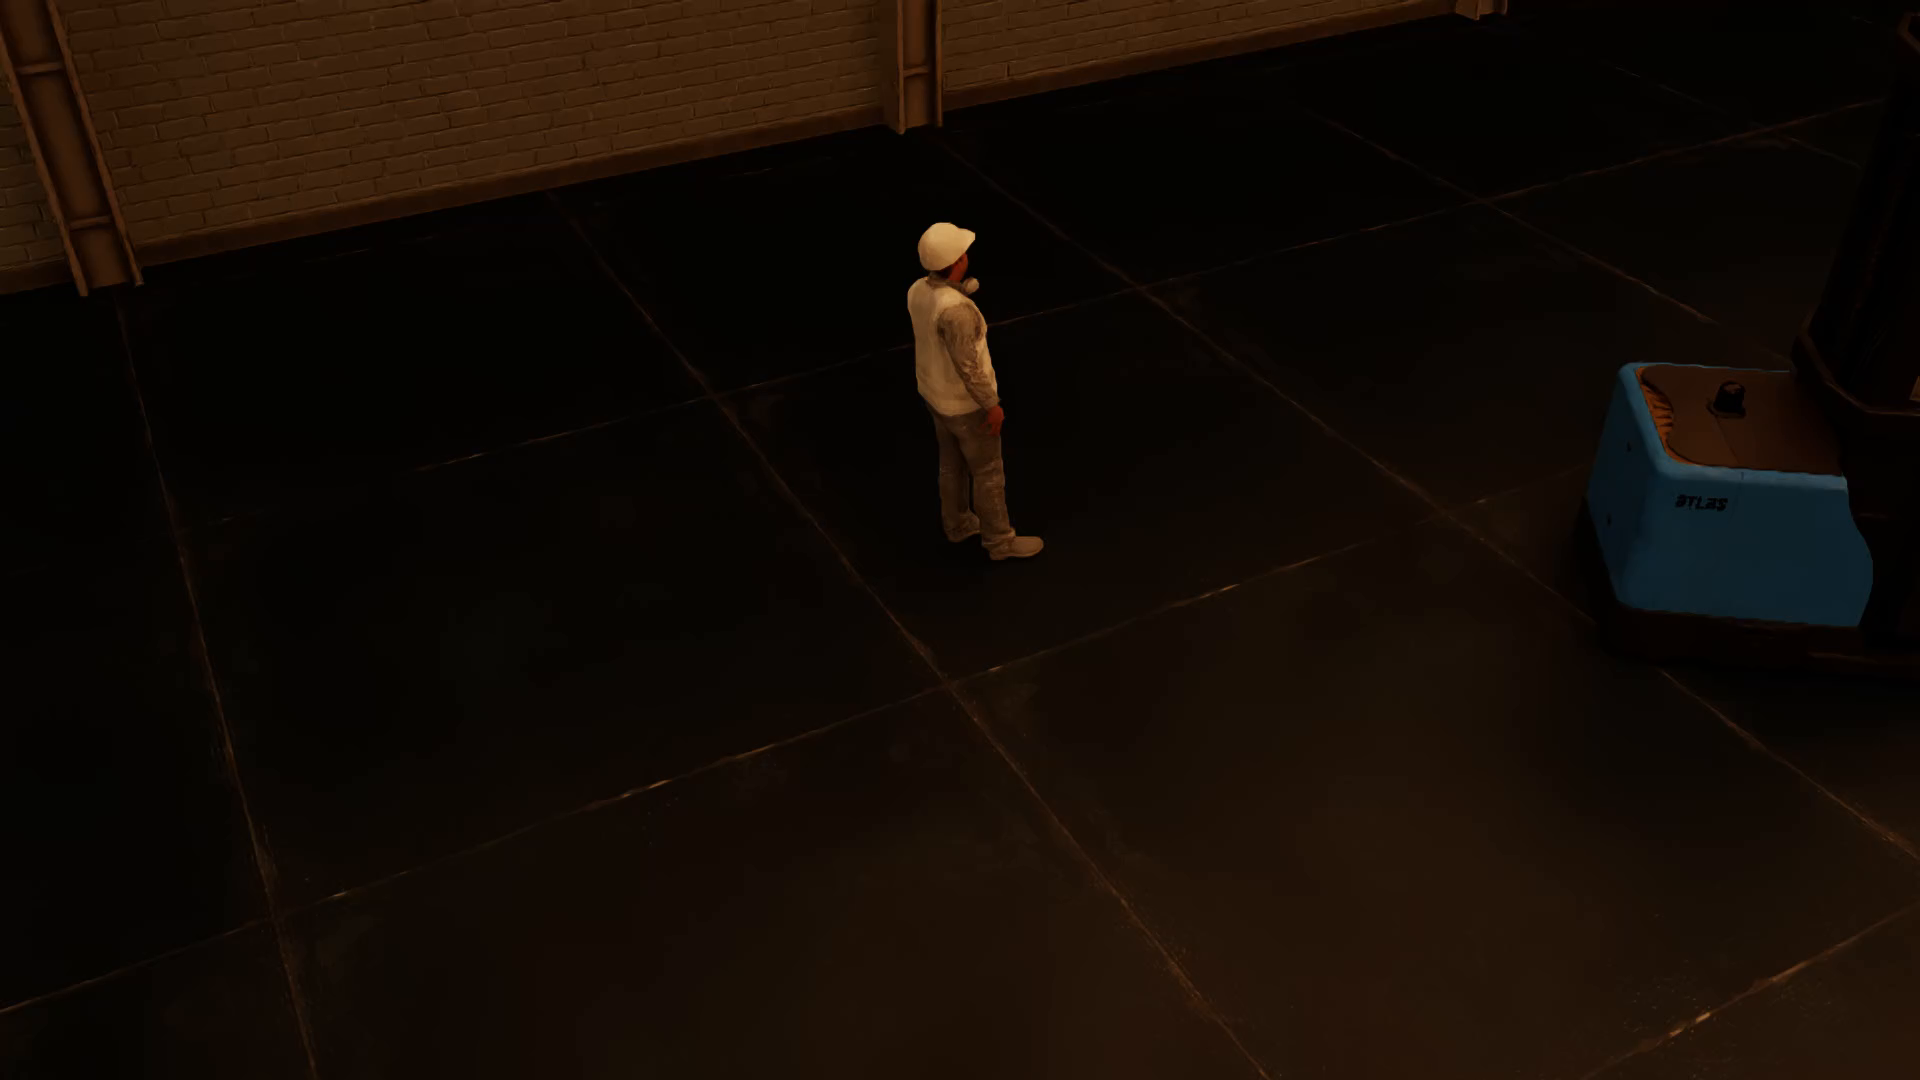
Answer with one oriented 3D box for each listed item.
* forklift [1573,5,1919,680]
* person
[{"bbox_3d":[4.602,-0.799,7.254,3.031,2.935,1.130,5,36,7],"label":"forklift"},{"bbox_3d":[0.059,-0.743,8.164,0.567,1.773,0.632,-17,39,-23],"label":"person"}]
